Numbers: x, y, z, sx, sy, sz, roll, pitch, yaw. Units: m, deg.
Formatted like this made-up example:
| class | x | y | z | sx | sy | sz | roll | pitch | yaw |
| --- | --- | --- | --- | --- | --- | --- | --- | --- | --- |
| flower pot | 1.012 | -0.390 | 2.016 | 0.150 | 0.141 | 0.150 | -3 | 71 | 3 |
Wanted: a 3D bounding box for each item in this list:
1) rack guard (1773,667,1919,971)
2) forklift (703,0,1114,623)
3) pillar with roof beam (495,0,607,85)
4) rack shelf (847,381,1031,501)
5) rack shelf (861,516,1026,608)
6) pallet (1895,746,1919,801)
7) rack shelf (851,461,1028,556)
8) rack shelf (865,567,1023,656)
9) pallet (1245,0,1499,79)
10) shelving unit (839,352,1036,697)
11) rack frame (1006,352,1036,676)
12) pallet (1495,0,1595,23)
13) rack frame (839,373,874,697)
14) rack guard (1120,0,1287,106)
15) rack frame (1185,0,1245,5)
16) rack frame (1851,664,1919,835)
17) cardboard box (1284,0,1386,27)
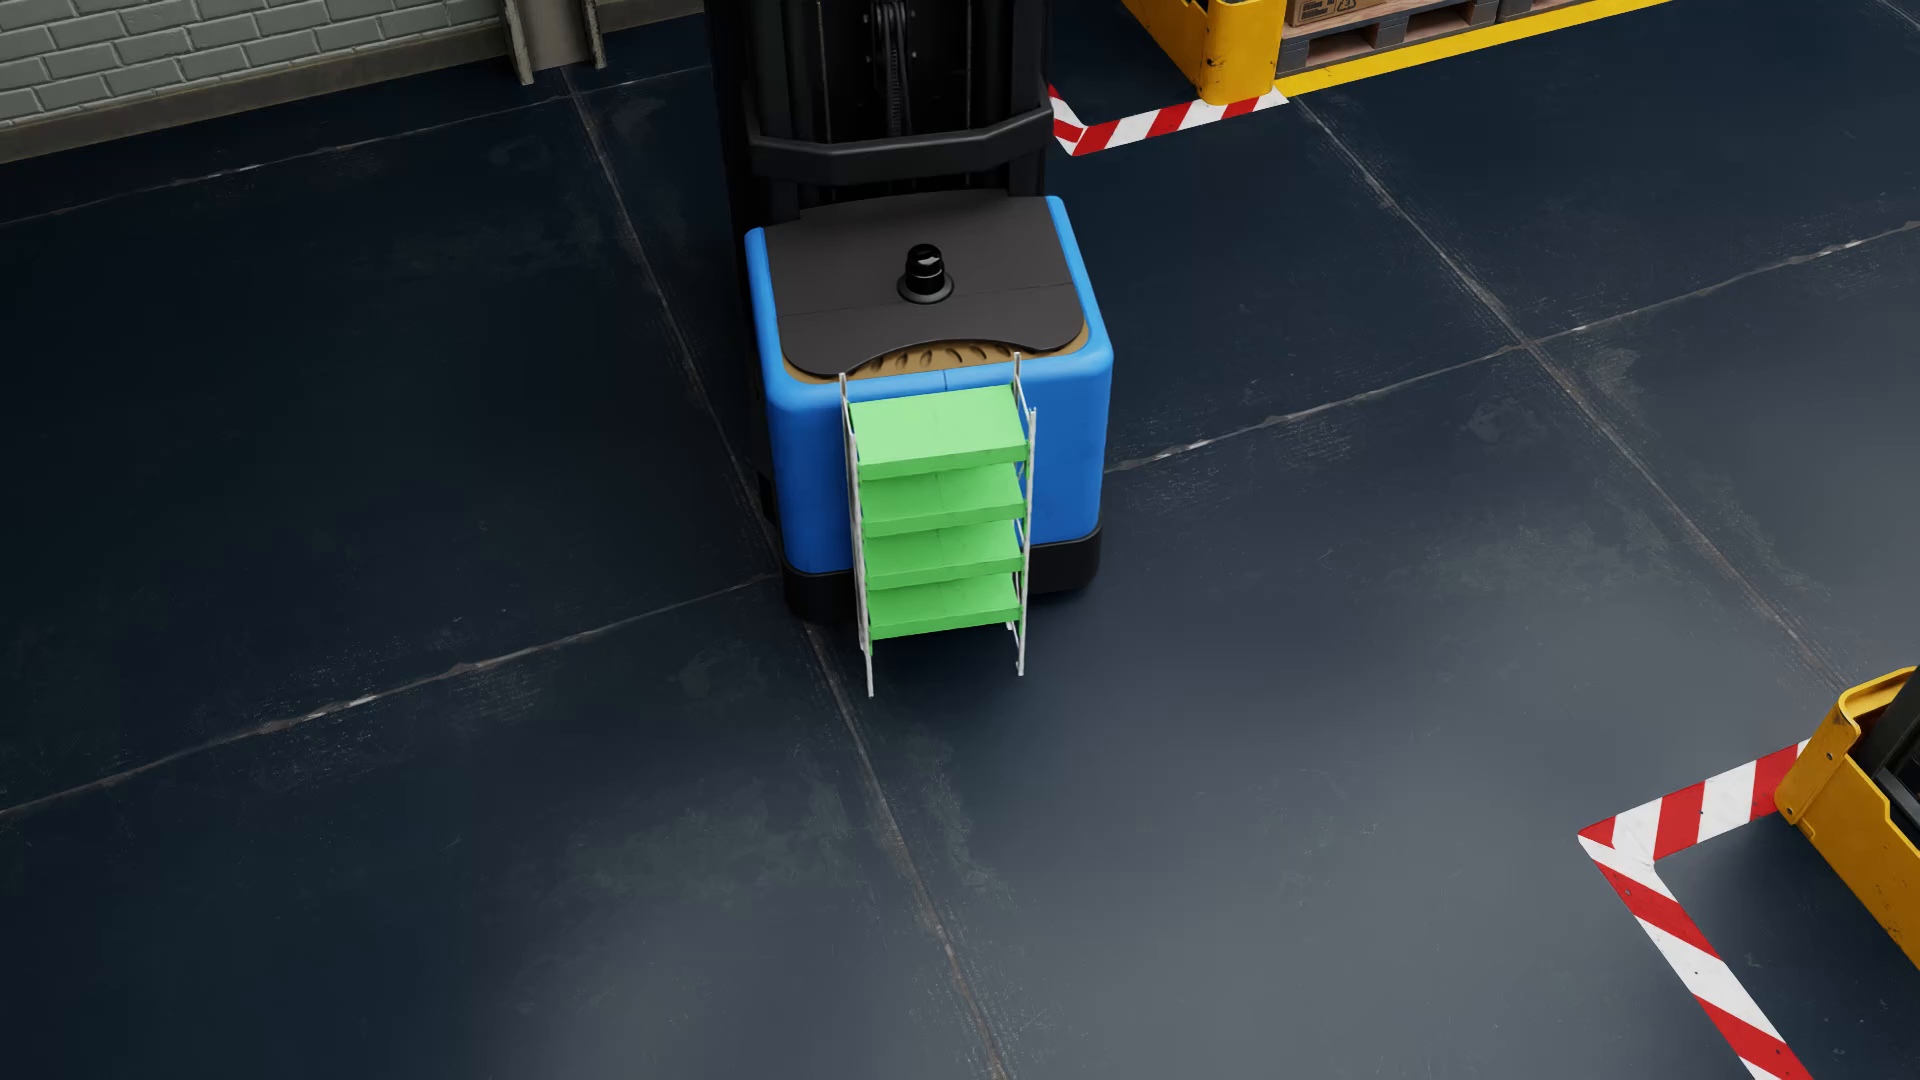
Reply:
| class | x | y | z | sx | sy | sz | roll | pitch | yaw |
| --- | --- | --- | --- | --- | --- | --- | --- | --- | --- |
| rack guard | 2.839 | 0.971 | 4.586 | 0.348 | 0.500 | 1.175 | -17 | 52 | -14 |
| forklift | -0.293 | -1.824 | 5.384 | 1.130 | 2.935 | 3.031 | -7 | 50 | -6 |
| pillar with roof beam | -0.228 | -2.126 | 1.644 | 0.400 | 9.000 | 9.100 | -17 | 52 | -14 |
| rack shelf | -0.063 | -0.280 | 4.650 | 0.480 | 0.148 | 0.258 | -7 | 50 | -6 |
| rack shelf | -0.064 | 0.032 | 5.015 | 0.480 | 0.148 | 0.258 | -7 | 50 | -6 |
| pallet | 3.572 | 0.774 | 4.946 | 1.213 | 0.211 | 1.003 | -17 | 52 | -14 |
| rack shelf | -0.063 | -0.124 | 4.833 | 0.480 | 0.148 | 0.258 | -7 | 50 | -6 |
| rack shelf | -0.064 | 0.188 | 5.198 | 0.480 | 0.148 | 0.258 | -7 | 50 | -6 |
| pallet | 1.789 | -2.678 | 7.911 | 1.213 | 0.211 | 1.003 | -17 | 52 | -14 |
| shelving unit | -0.064 | -0.009 | 4.967 | 0.503 | 1.200 | 0.258 | -7 | 50 | -6 |
| rack frame | 0.177 | -0.041 | 4.994 | 0.015 | 1.200 | 0.240 | -7 | 50 | -6 |
| pallet | 2.917 | -3.025 | 8.209 | 1.213 | 0.211 | 1.003 | -17 | 52 | -14 |
| rack frame | -0.304 | 0.022 | 4.940 | 0.015 | 1.200 | 0.240 | -7 | 50 | -6 |
| rack guard | 1.052 | -2.543 | 7.604 | 0.348 | 0.500 | 1.175 | -17 | 52 | -14 |
| rack frame | 0.981 | -3.335 | 6.637 | 0.127 | 3.000 | 1.000 | -17 | 52 | -14 |
| rack frame | 2.861 | 0.150 | 3.644 | 0.127 | 3.000 | 1.000 | -17 | 52 | -14 |
| cardboard box | 1.583 | -2.768 | 7.518 | 0.637 | 0.503 | 0.797 | -19 | 52 | -16 |
